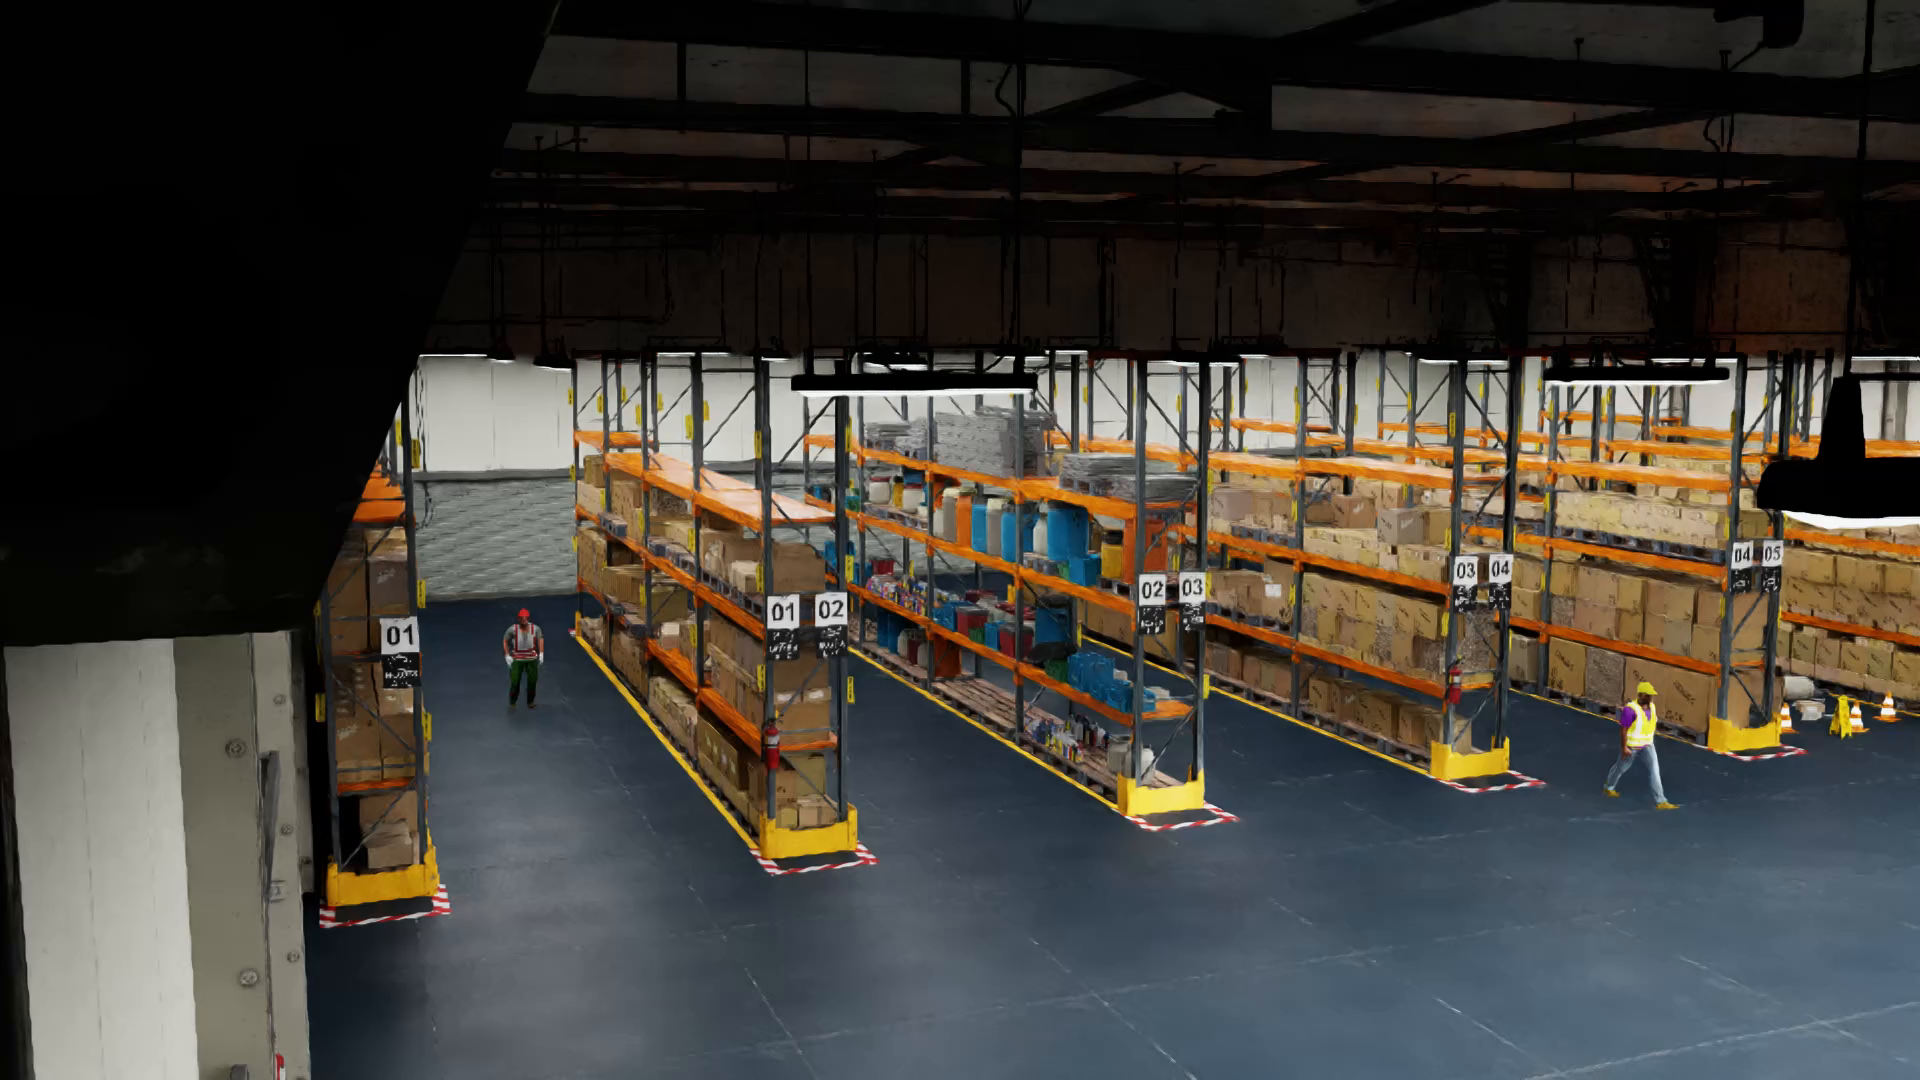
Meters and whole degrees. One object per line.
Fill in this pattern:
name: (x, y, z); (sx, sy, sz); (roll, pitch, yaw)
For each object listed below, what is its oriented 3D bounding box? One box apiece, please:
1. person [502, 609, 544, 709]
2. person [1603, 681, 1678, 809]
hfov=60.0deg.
person: (-7.342, 2.001, 28.004); (0.677, 1.741, 0.547); (-3, 8, -23)
person: (9.096, 2.720, 22.273); (0.577, 1.691, 1.121); (-2, 7, -19)
